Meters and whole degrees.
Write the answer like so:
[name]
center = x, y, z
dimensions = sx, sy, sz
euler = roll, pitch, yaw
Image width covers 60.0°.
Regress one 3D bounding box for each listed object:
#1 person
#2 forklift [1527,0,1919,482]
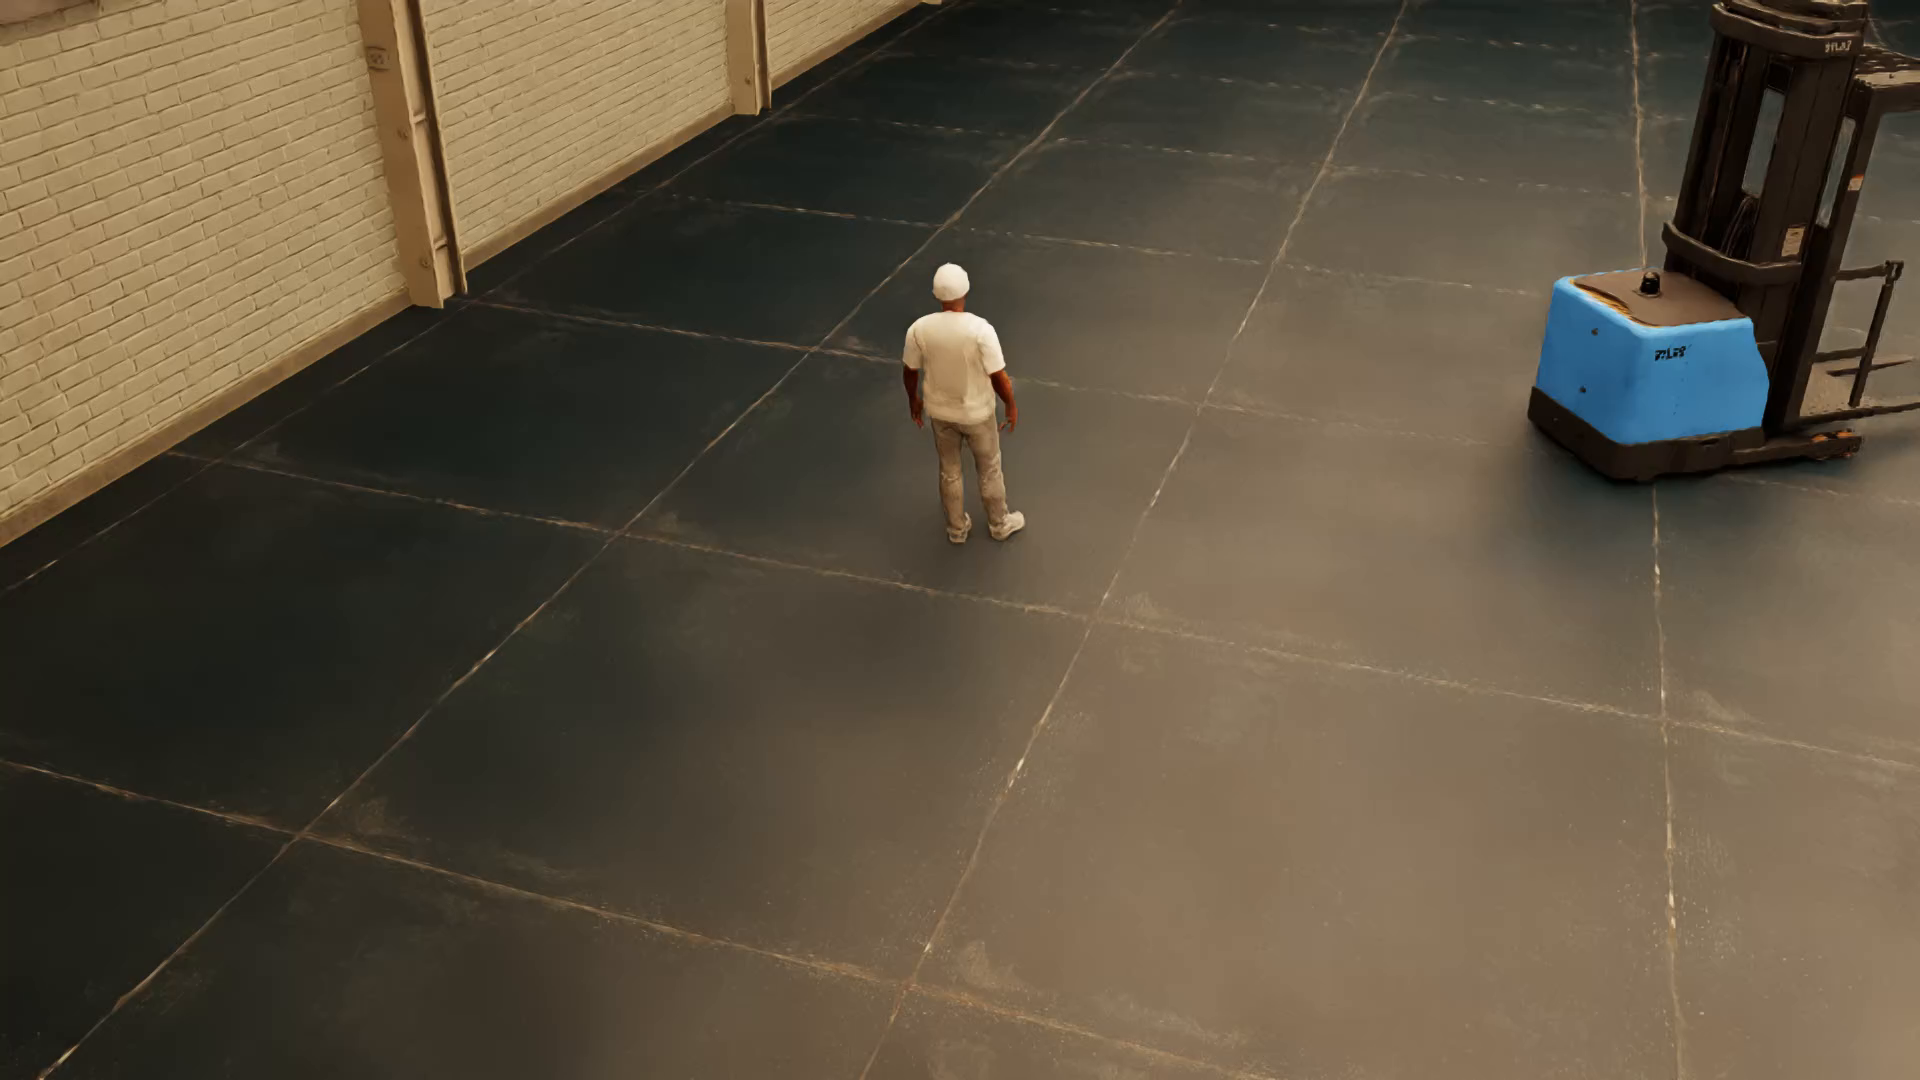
[person]
center = 0.028, -0.805, 9.711
dimensions = 0.665, 1.766, 0.576
euler = 10, 31, 16
[forklift]
center = 5.477, -2.045, 10.724
dimensions = 3.031, 2.935, 1.130
euler = -8, 31, -14
